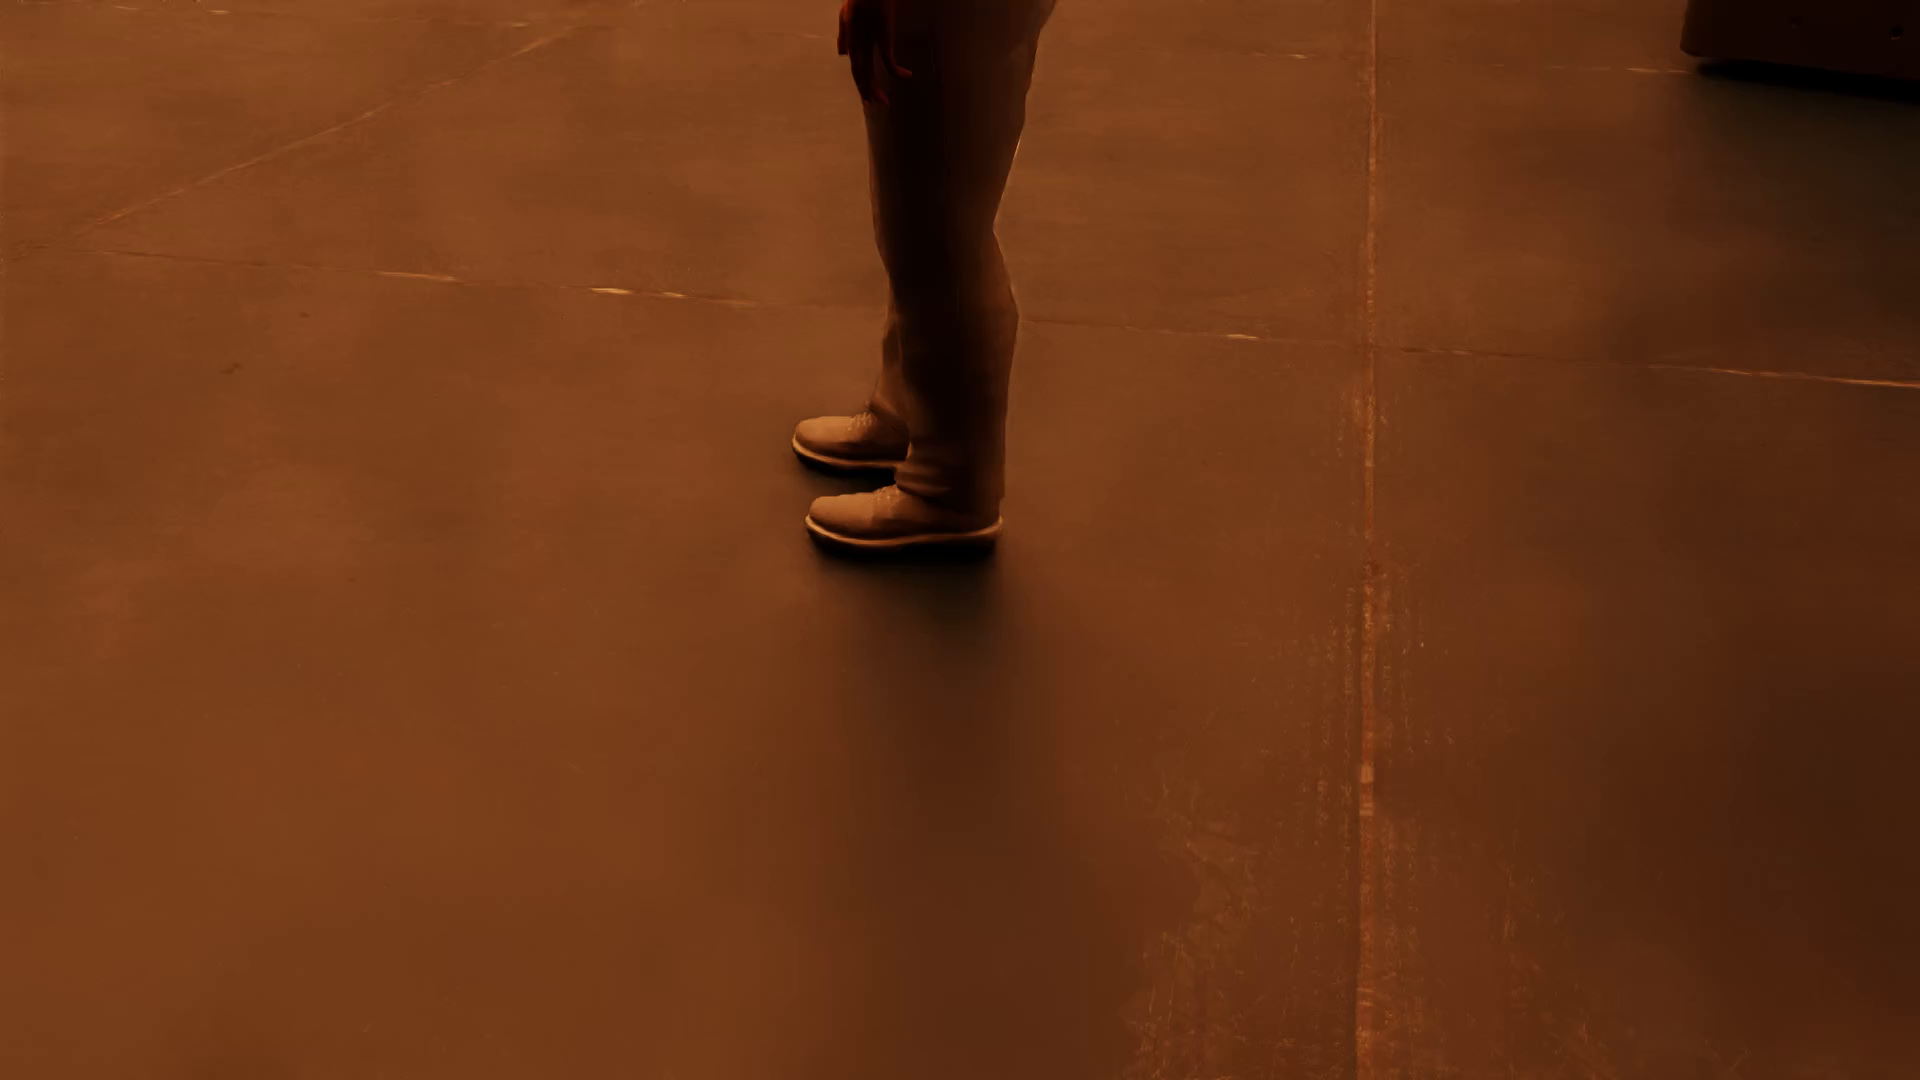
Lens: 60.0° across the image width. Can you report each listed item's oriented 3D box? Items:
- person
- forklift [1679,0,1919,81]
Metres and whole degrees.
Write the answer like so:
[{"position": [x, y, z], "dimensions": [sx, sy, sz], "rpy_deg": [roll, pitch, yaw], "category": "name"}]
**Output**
[{"position": [-0.069, -0.779, 2.147], "dimensions": [0.529, 1.695, 0.570], "rpy_deg": [6, 27, 11], "category": "person"}, {"position": [3.793, -3.253, 5.693], "dimensions": [1.130, 2.935, 3.031], "rpy_deg": [22, 34, 36], "category": "forklift"}]
